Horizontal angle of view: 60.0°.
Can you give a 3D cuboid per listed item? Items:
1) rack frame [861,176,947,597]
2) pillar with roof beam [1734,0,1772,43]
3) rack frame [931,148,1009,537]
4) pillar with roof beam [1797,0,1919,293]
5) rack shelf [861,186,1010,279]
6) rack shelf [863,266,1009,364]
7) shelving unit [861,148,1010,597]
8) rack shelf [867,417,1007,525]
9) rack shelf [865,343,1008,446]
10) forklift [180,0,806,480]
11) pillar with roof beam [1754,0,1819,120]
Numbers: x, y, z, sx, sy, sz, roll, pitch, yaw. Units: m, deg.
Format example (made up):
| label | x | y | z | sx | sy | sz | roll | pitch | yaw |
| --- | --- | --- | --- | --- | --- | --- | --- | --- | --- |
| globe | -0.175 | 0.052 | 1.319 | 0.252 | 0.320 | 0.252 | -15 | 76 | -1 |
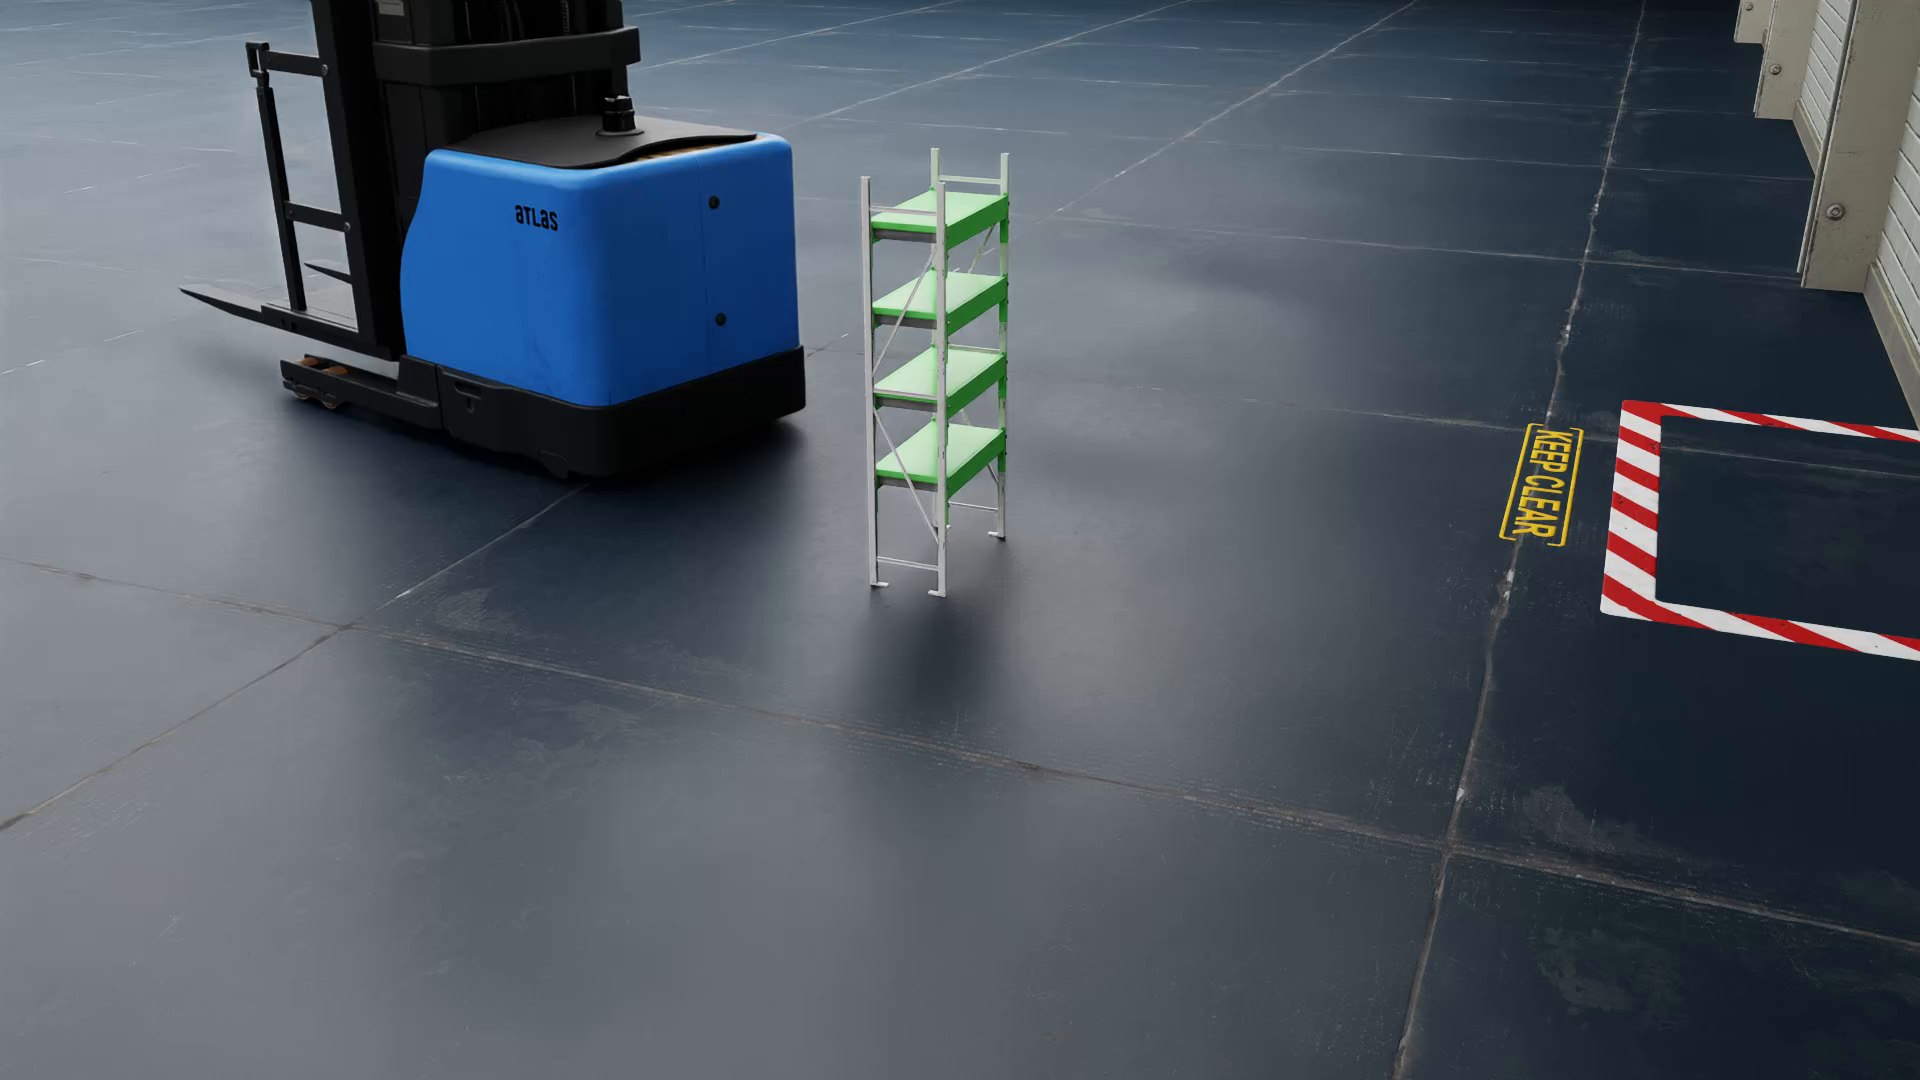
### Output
| label | x | y | z | sx | sy | sz | roll | pitch | yaw |
| --- | --- | --- | --- | --- | --- | --- | --- | --- | --- |
| rack frame | -0.152 | -0.407 | 4.668 | 0.240 | 1.200 | 0.015 | 9 | 24 | 20 |
| pillar with roof beam | 4.853 | -10.364 | 18.387 | 9.100 | 9.000 | 0.400 | 9 | 24 | 20 |
| rack frame | 0.029 | -0.582 | 5.086 | 0.240 | 1.200 | 0.015 | 9 | 24 | 20 |
| pillar with roof beam | 0.395 | -6.070 | 8.106 | 9.100 | 9.000 | 0.400 | 9 | 24 | 20 |
| rack shelf | -0.061 | -0.878 | 4.717 | 0.258 | 0.148 | 0.480 | 9 | 24 | 20 |
| rack shelf | -0.061 | -0.657 | 4.809 | 0.258 | 0.148 | 0.480 | 9 | 24 | 20 |
| shelving unit | -0.061 | -0.494 | 4.877 | 0.258 | 1.200 | 0.503 | 9 | 24 | 20 |
| rack shelf | -0.061 | -0.214 | 4.994 | 0.258 | 0.148 | 0.480 | 9 | 24 | 20 |
| rack shelf | -0.061 | -0.435 | 4.902 | 0.258 | 0.148 | 0.480 | 9 | 24 | 20 |
| forklift | -2.053 | -2.002 | 6.240 | 3.031 | 2.935 | 1.130 | 17 | 28 | 35 |
| pillar with roof beam | 2.624 | -8.217 | 13.246 | 9.100 | 9.000 | 0.400 | 9 | 24 | 20 |
